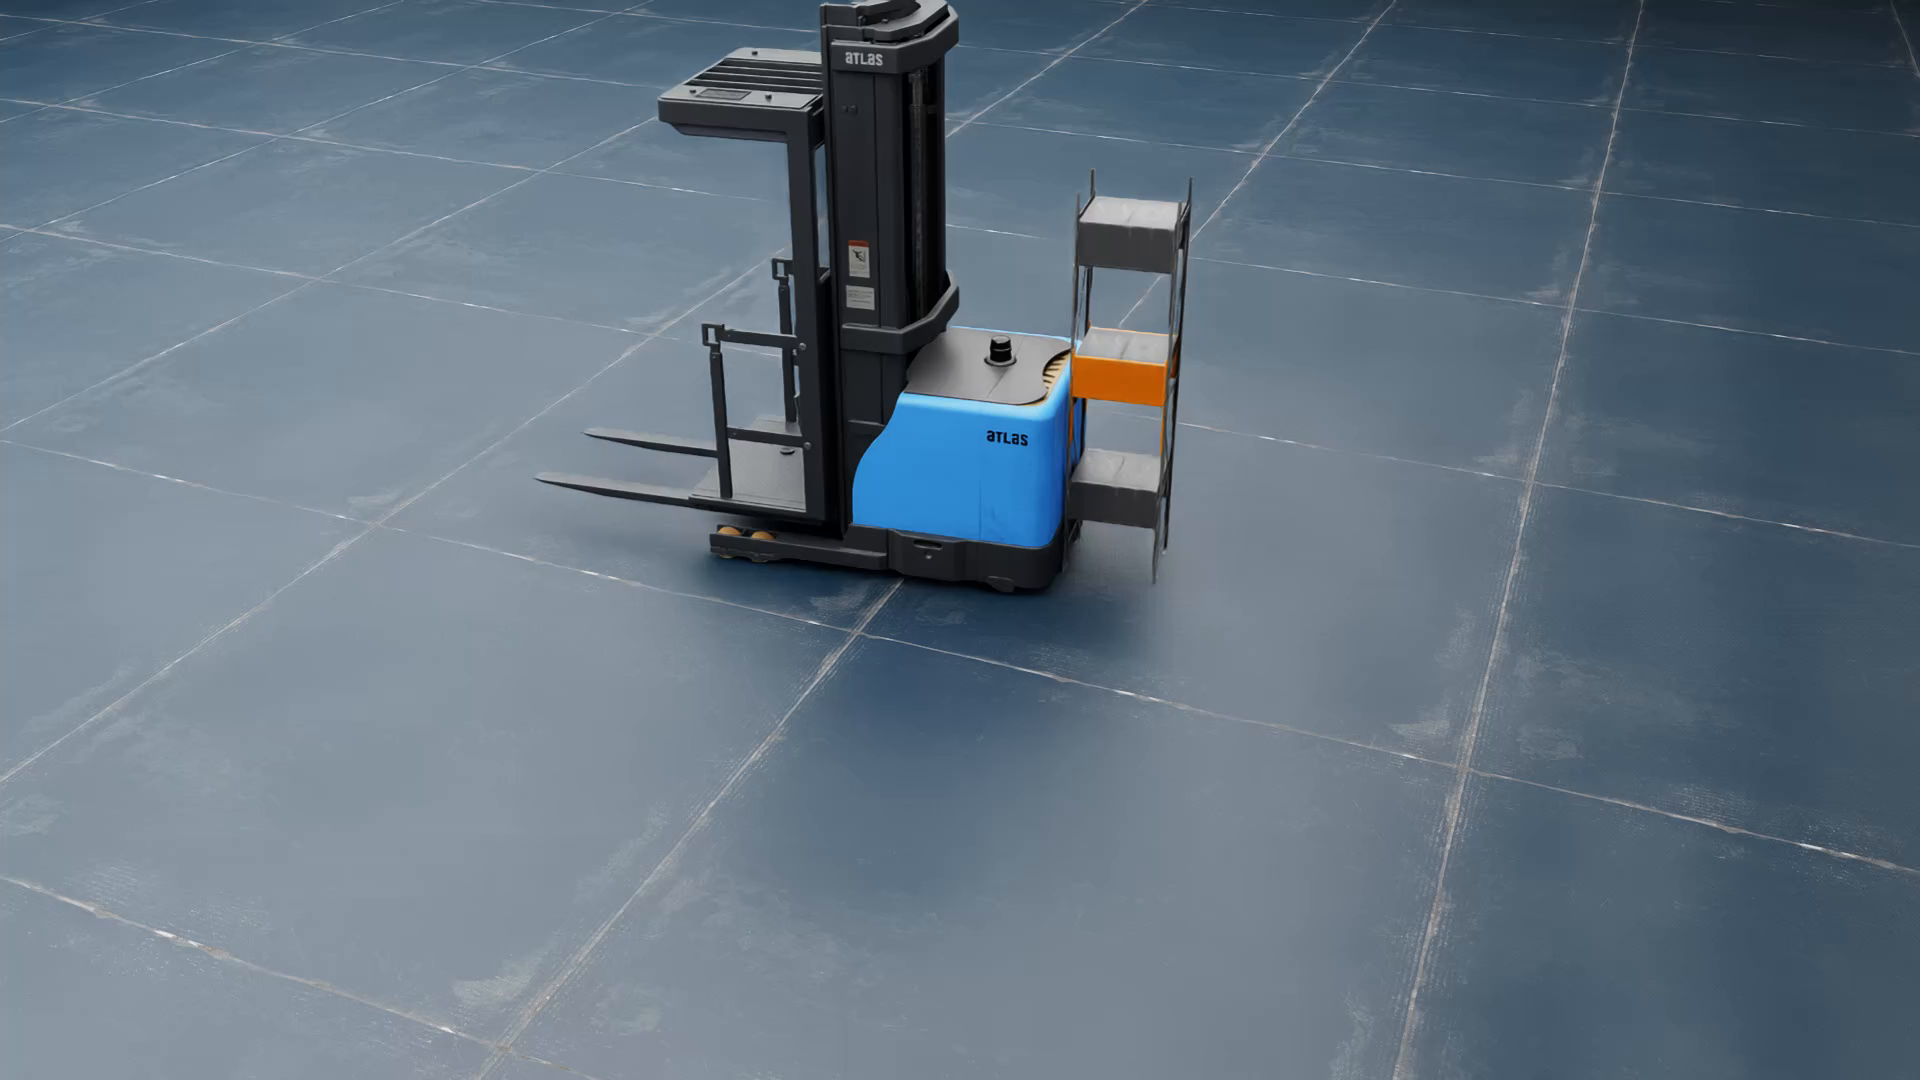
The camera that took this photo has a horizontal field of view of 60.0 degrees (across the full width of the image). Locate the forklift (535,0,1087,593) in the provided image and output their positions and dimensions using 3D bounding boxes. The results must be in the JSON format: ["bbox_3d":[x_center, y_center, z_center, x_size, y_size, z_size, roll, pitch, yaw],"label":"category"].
[{"bbox_3d":[-0.865,-1.393,8.736,3.031,2.935,1.130,8,30,13],"label":"forklift"}]

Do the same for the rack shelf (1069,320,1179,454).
[{"bbox_3d":[0.846,-0.790,8.541,0.480,0.518,0.431,8,30,13],"label":"rack shelf"}]

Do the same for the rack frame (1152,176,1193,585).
[{"bbox_3d":[1.082,-0.770,8.478,0.015,2.100,0.400,8,30,13],"label":"rack frame"}]

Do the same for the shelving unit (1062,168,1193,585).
[{"bbox_3d":[0.846,-0.802,8.534,0.503,2.100,0.431,8,30,13],"label":"shelving unit"}]

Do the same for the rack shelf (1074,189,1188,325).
[{"bbox_3d":[0.846,-1.399,8.196,0.480,0.518,0.431,8,30,13],"label":"rack shelf"}]

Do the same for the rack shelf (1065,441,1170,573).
[{"bbox_3d":[0.846,-0.180,8.885,0.480,0.518,0.431,8,30,13],"label":"rack shelf"}]

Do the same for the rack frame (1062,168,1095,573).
[{"bbox_3d":[0.611,-0.833,8.590,0.015,2.100,0.400,8,30,13],"label":"rack frame"}]
